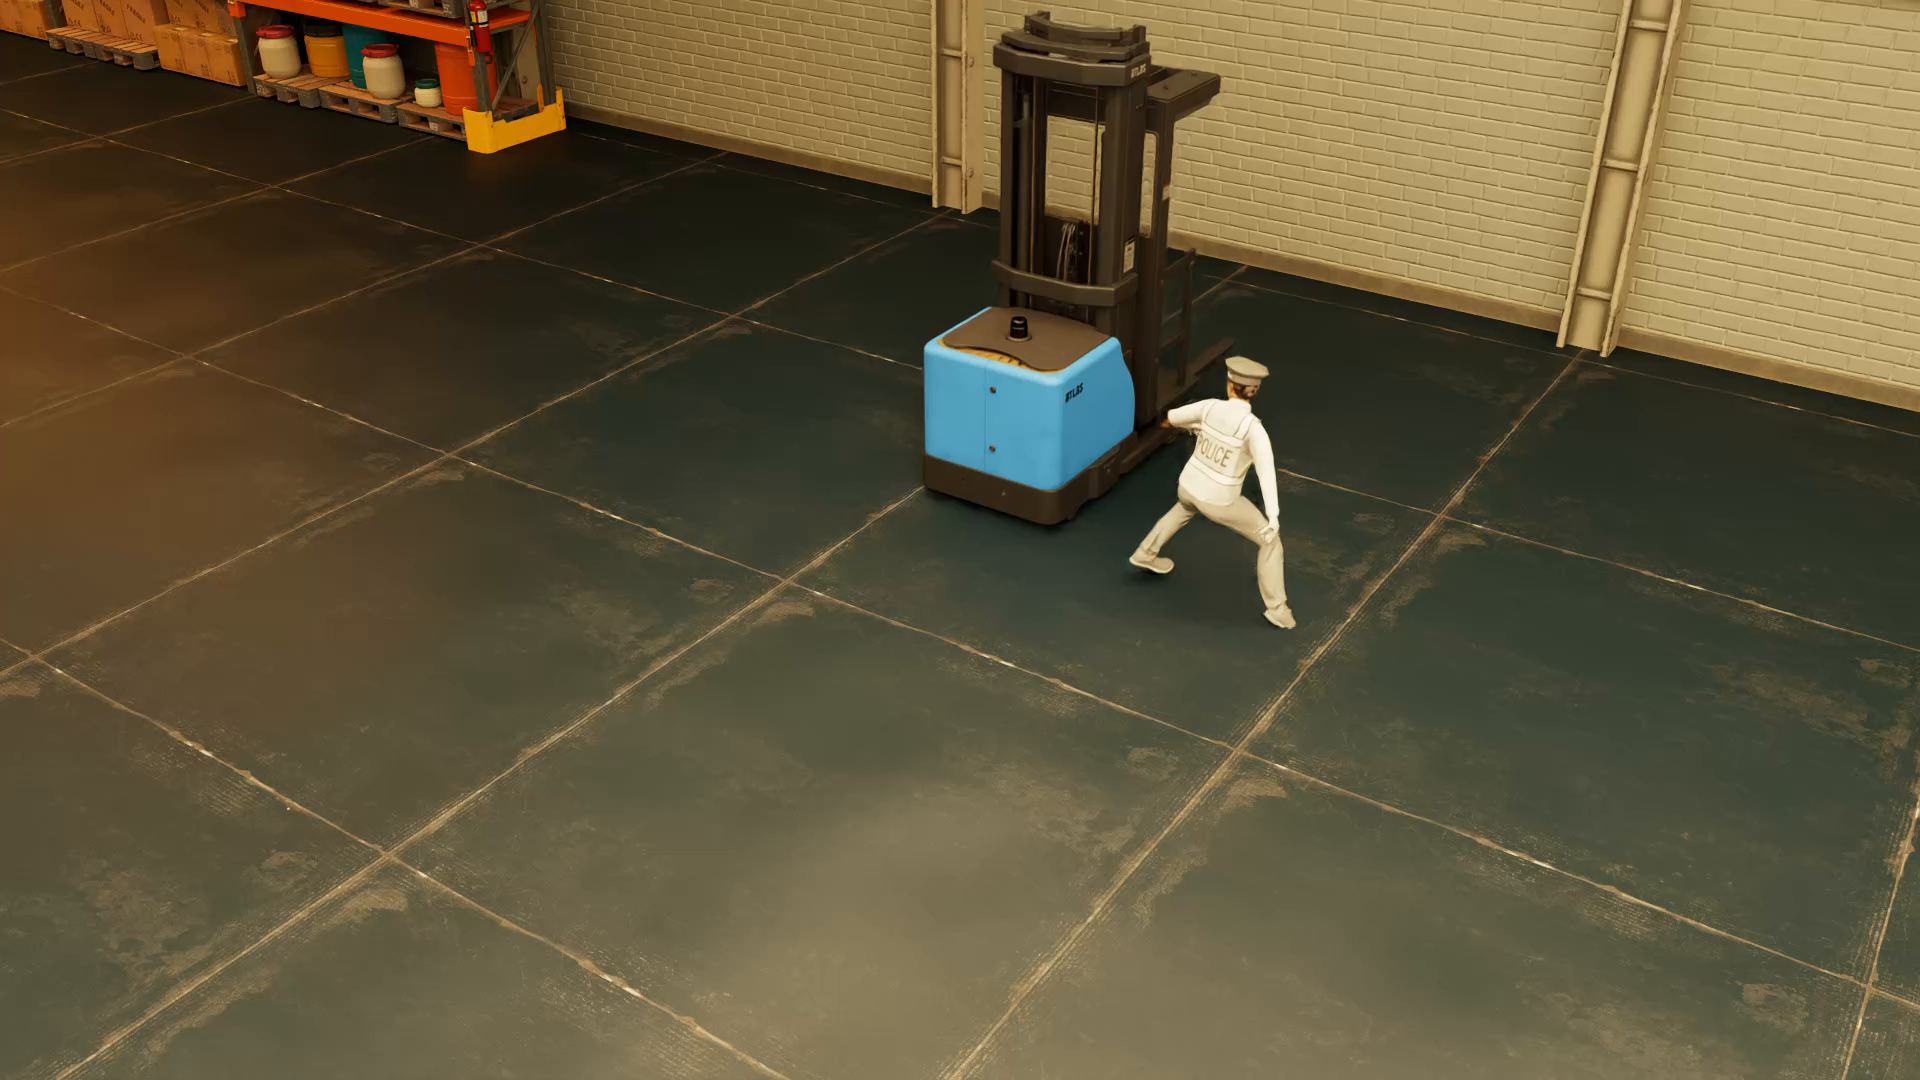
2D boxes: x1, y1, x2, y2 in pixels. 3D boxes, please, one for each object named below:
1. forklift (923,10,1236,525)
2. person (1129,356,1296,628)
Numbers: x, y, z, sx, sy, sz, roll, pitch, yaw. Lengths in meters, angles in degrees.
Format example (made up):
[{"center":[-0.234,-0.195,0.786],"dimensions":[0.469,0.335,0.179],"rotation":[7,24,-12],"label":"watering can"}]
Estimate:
[{"center":[0.988,-2.060,11.128],"dimensions":[1.130,2.935,3.031],"rotation":[18,35,29],"label":"forklift"},{"center":[1.534,-0.245,9.515],"dimensions":[0.504,1.606,1.060],"rotation":[-21,36,-32],"label":"person"}]
